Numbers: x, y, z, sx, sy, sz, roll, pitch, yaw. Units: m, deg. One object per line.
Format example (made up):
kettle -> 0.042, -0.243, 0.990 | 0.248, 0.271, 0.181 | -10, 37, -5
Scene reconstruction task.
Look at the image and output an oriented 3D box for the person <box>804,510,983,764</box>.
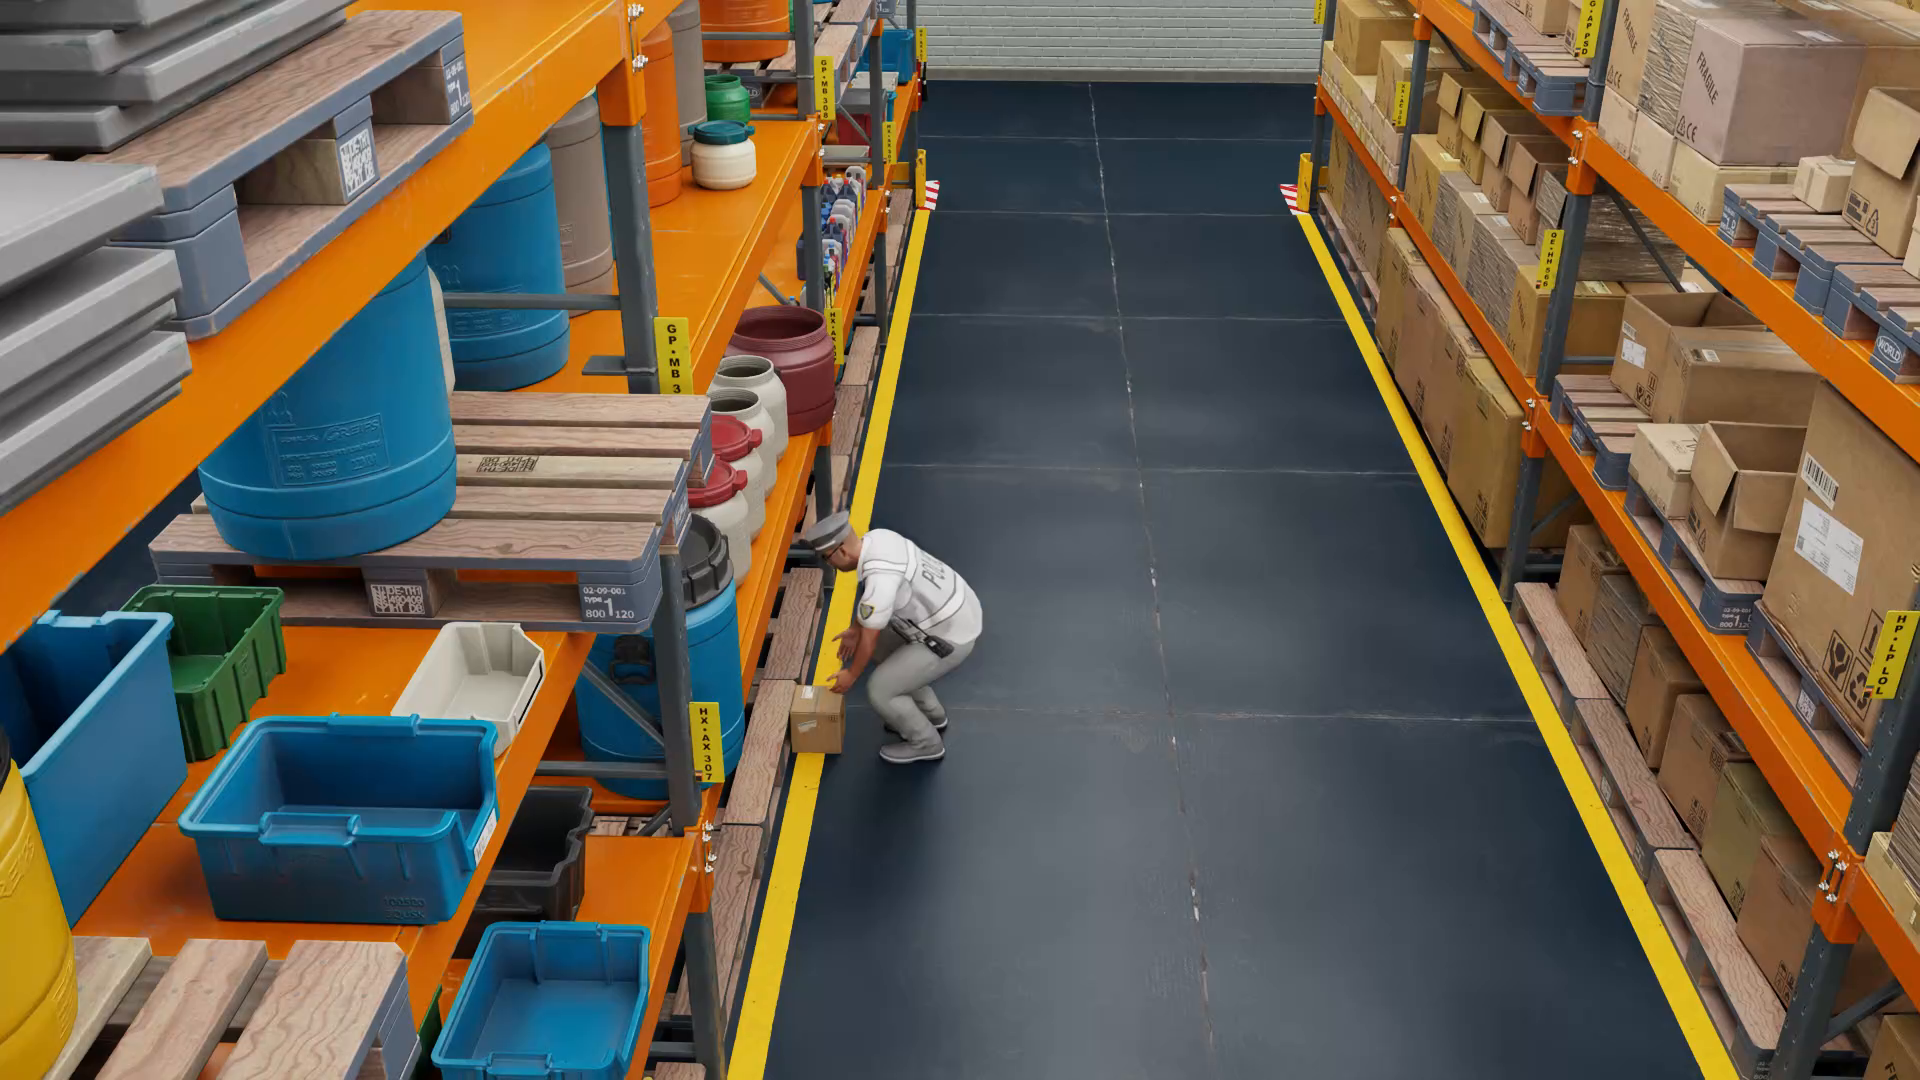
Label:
person -> -0.317, 0.467, 8.197 | 0.855, 1.321, 0.588 | 1, 28, 2
